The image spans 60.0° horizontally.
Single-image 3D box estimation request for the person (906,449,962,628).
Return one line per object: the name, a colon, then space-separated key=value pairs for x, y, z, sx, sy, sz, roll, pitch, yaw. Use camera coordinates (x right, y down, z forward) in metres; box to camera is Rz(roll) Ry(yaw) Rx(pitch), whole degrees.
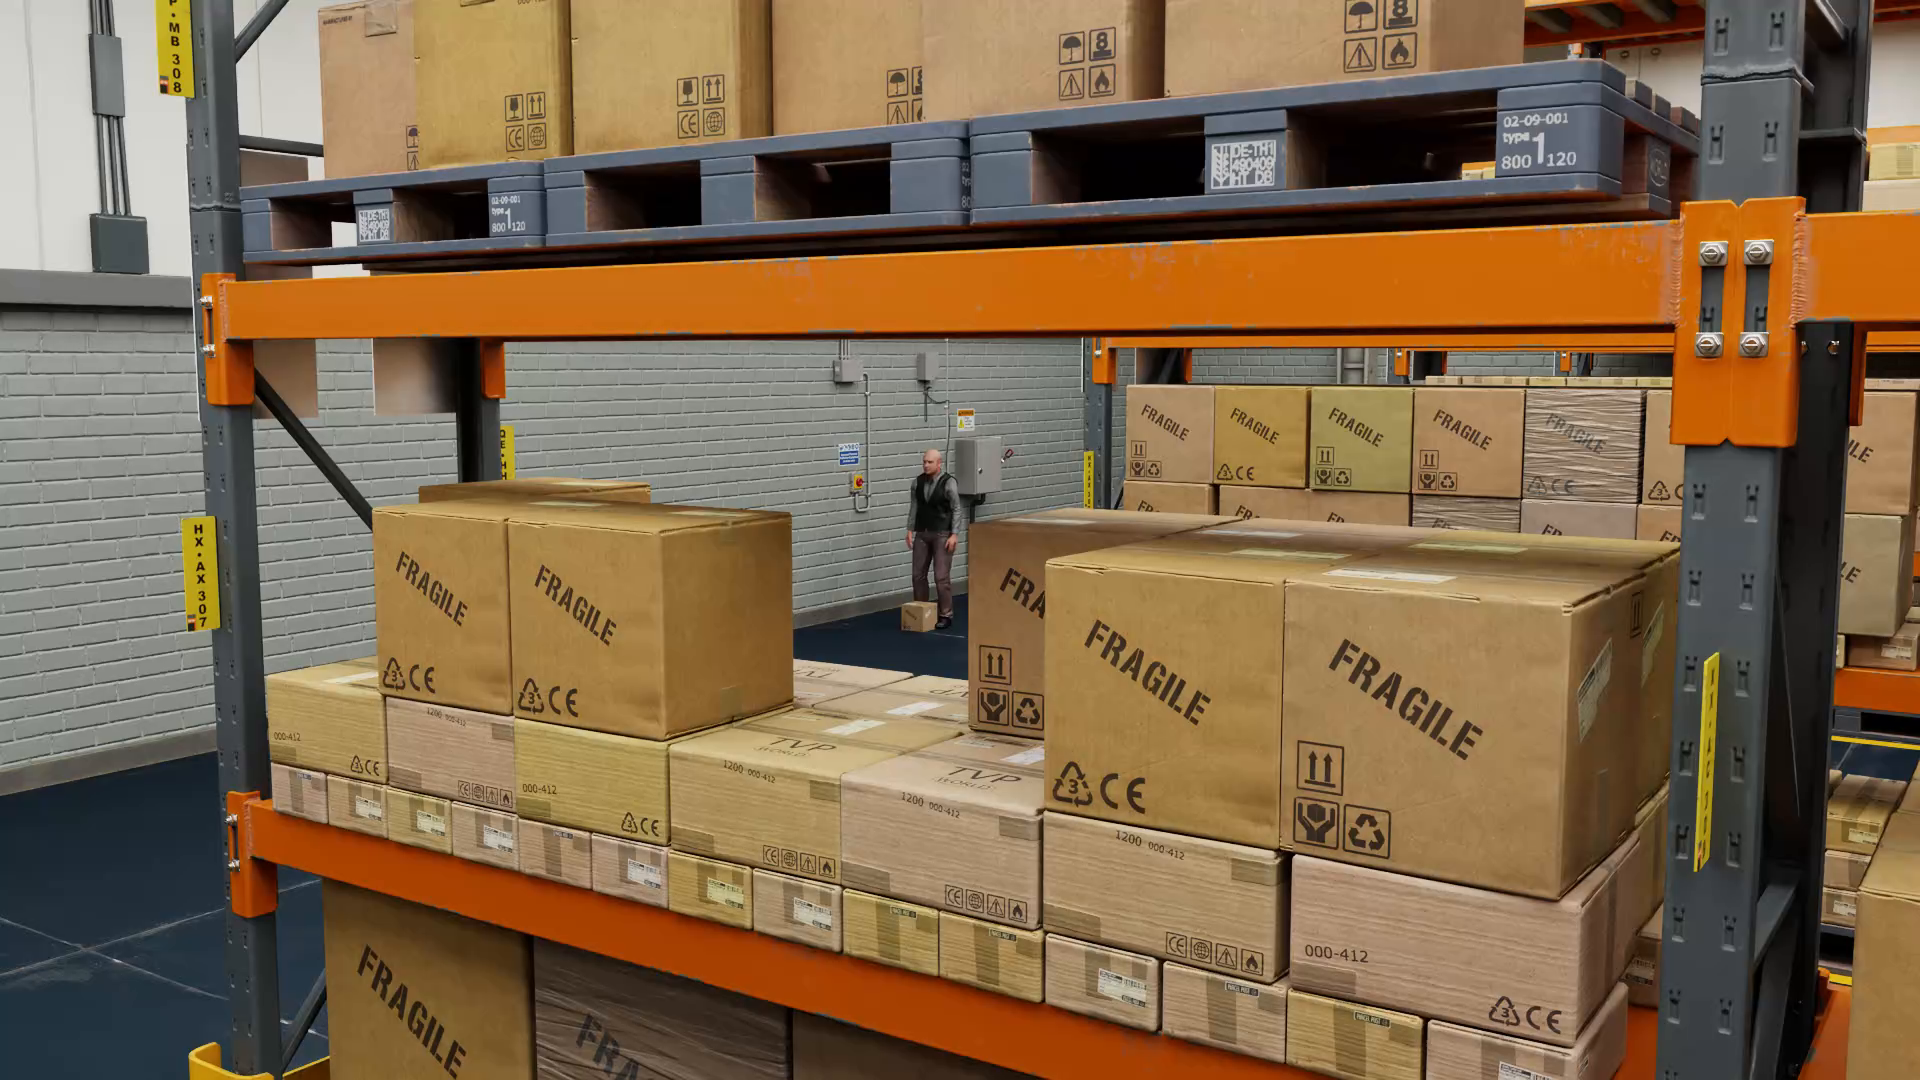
person: x=-0.247 y=-0.024 z=16.101 sx=0.581 sy=1.720 sz=0.420 roll=4 pitch=7 yaw=31
